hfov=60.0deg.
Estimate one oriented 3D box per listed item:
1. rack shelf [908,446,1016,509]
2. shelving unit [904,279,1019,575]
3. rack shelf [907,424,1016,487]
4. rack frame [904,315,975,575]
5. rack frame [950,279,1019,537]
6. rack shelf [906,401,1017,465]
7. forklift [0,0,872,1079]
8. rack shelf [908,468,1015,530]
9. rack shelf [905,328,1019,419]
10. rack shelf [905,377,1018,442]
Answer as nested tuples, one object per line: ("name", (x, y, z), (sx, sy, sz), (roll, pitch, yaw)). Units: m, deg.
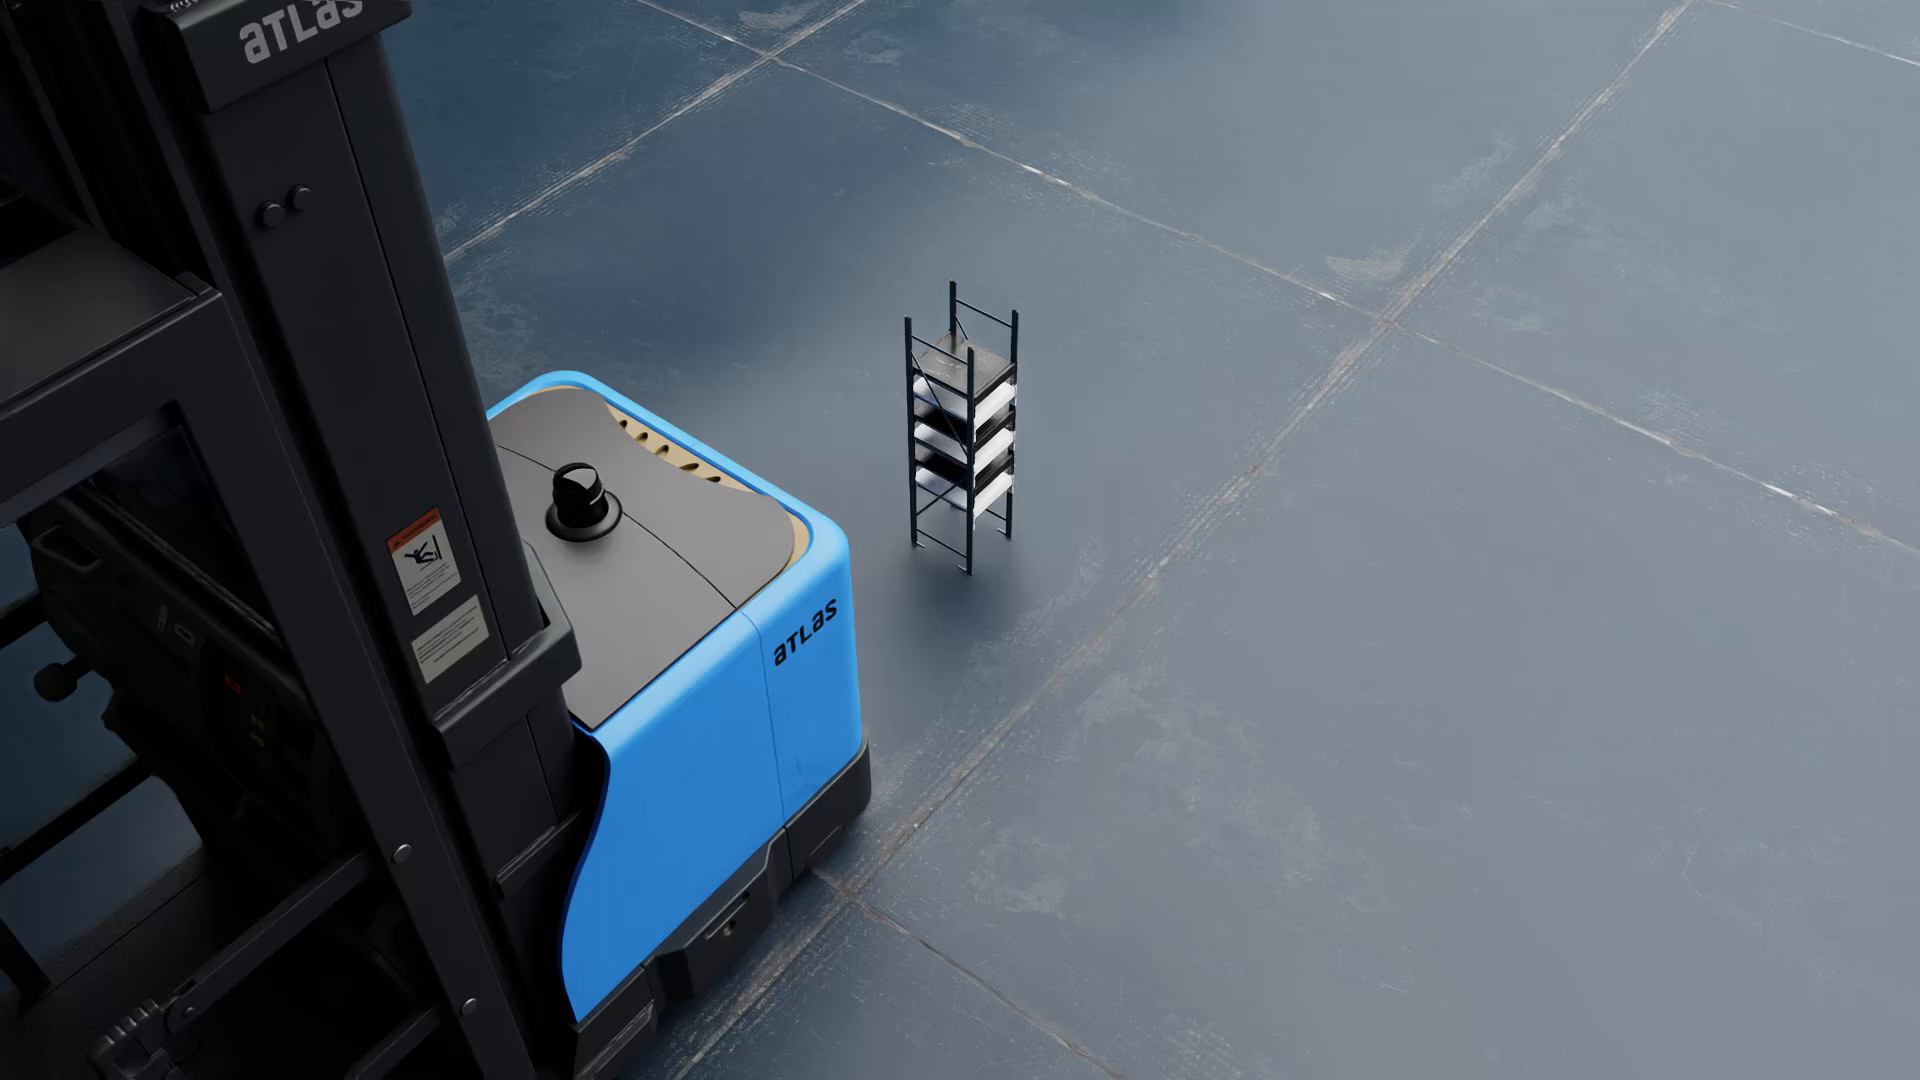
("rack shelf", (0.005, -0.230, 5.018), (0.258, 0.077, 0.200), (29, 53, 25))
("shelving unit", (0.005, -0.315, 4.929), (0.258, 0.900, 0.210), (29, 53, 25))
("rack shelf", (0.005, -0.292, 4.953), (0.258, 0.077, 0.200), (29, 53, 25))
("rack frame", (-0.057, -0.257, 4.873), (0.240, 0.900, 0.006), (29, 53, 25))
("rack frame", (0.067, -0.374, 4.985), (0.240, 0.900, 0.006), (29, 53, 25))
("rack shelf", (0.005, -0.355, 4.888), (0.258, 0.077, 0.200), (29, 53, 25))
("forklift", (-1.550, 0.326, 2.912), (1.130, 2.935, 3.031), (30, 53, 26))
("rack shelf", (0.005, -0.168, 5.083), (0.258, 0.077, 0.200), (29, 53, 25))
("rack shelf", (0.005, -0.479, 4.758), (0.258, 0.077, 0.200), (29, 53, 25))
("rack shelf", (0.005, -0.417, 4.823), (0.258, 0.077, 0.200), (29, 53, 25))
